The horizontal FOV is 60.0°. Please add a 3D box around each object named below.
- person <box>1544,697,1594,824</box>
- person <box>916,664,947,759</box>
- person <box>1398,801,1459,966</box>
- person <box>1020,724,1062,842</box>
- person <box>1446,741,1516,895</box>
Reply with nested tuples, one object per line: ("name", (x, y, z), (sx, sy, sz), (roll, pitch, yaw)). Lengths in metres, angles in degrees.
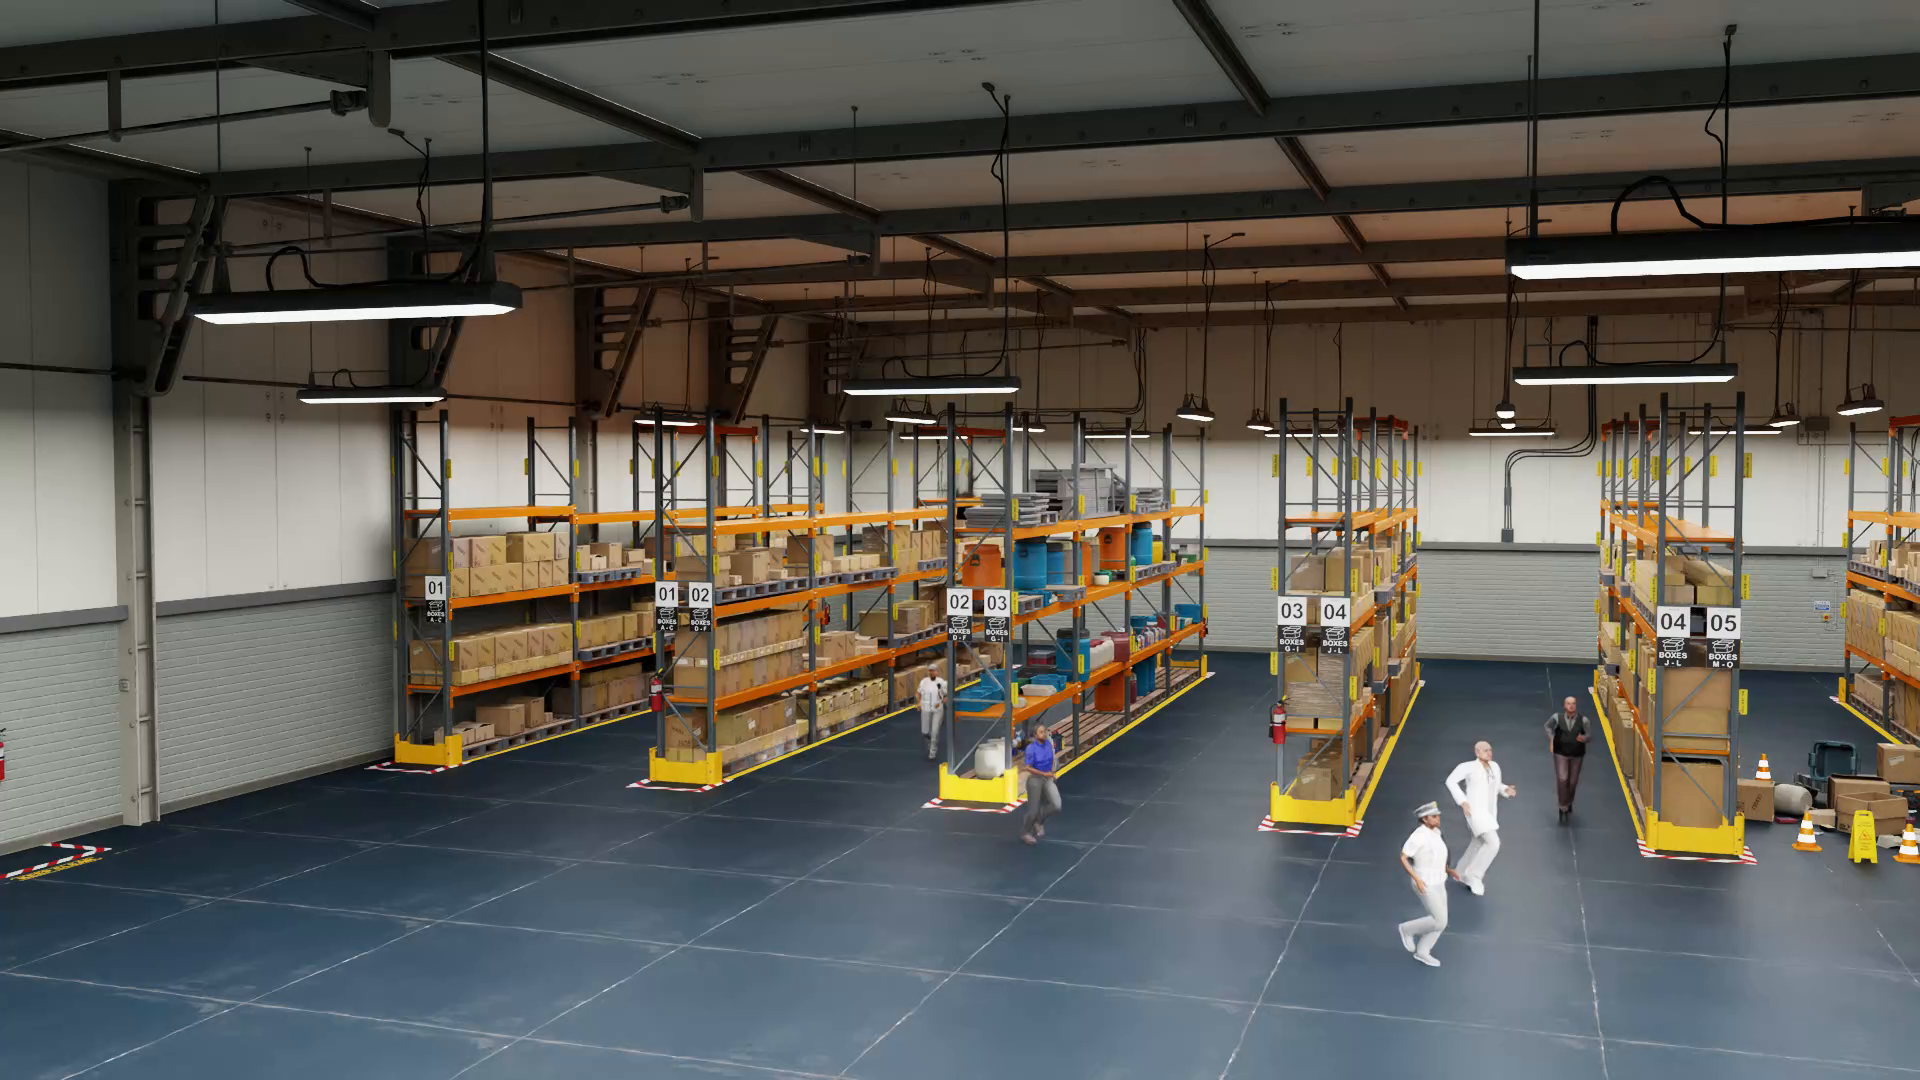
("person", (8.713, 3.125, 23.780), (0.647, 1.760, 0.793), (0, 2, 11))
("person", (-0.467, 2.955, 28.859), (0.622, 1.620, 0.566), (0, 2, 7))
("person", (4.746, 3.464, 16.789), (0.558, 1.659, 0.582), (2, 3, 43))
("person", (1.104, 3.240, 22.121), (0.594, 1.608, 0.730), (-2, 3, -34))
("person", (6.198, 3.287, 19.697), (0.670, 1.818, 0.783), (-2, 3, -36))
